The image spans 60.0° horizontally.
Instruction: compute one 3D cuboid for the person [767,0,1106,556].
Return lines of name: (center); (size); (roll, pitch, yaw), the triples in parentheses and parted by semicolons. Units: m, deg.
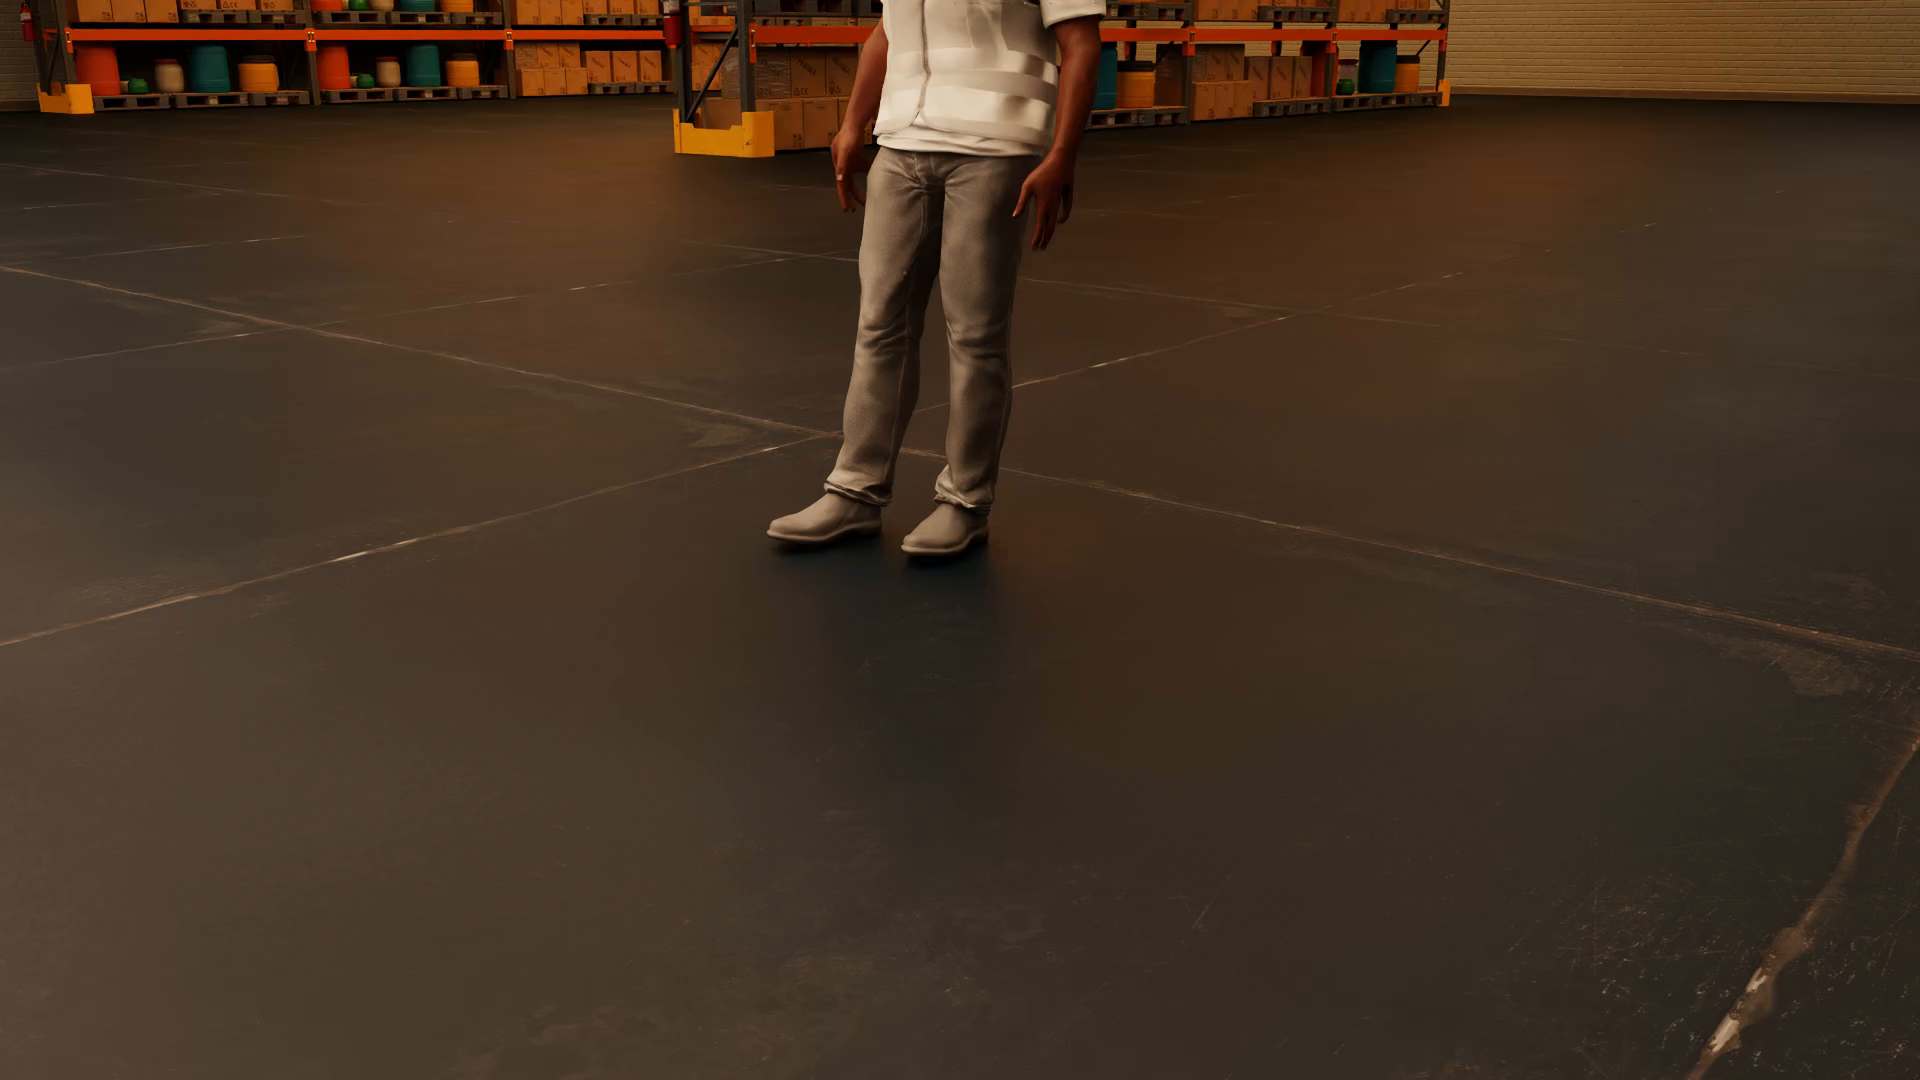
person: (-0.049, -0.837, 3.635); (0.666, 1.768, 0.575); (13, 21, 37)
